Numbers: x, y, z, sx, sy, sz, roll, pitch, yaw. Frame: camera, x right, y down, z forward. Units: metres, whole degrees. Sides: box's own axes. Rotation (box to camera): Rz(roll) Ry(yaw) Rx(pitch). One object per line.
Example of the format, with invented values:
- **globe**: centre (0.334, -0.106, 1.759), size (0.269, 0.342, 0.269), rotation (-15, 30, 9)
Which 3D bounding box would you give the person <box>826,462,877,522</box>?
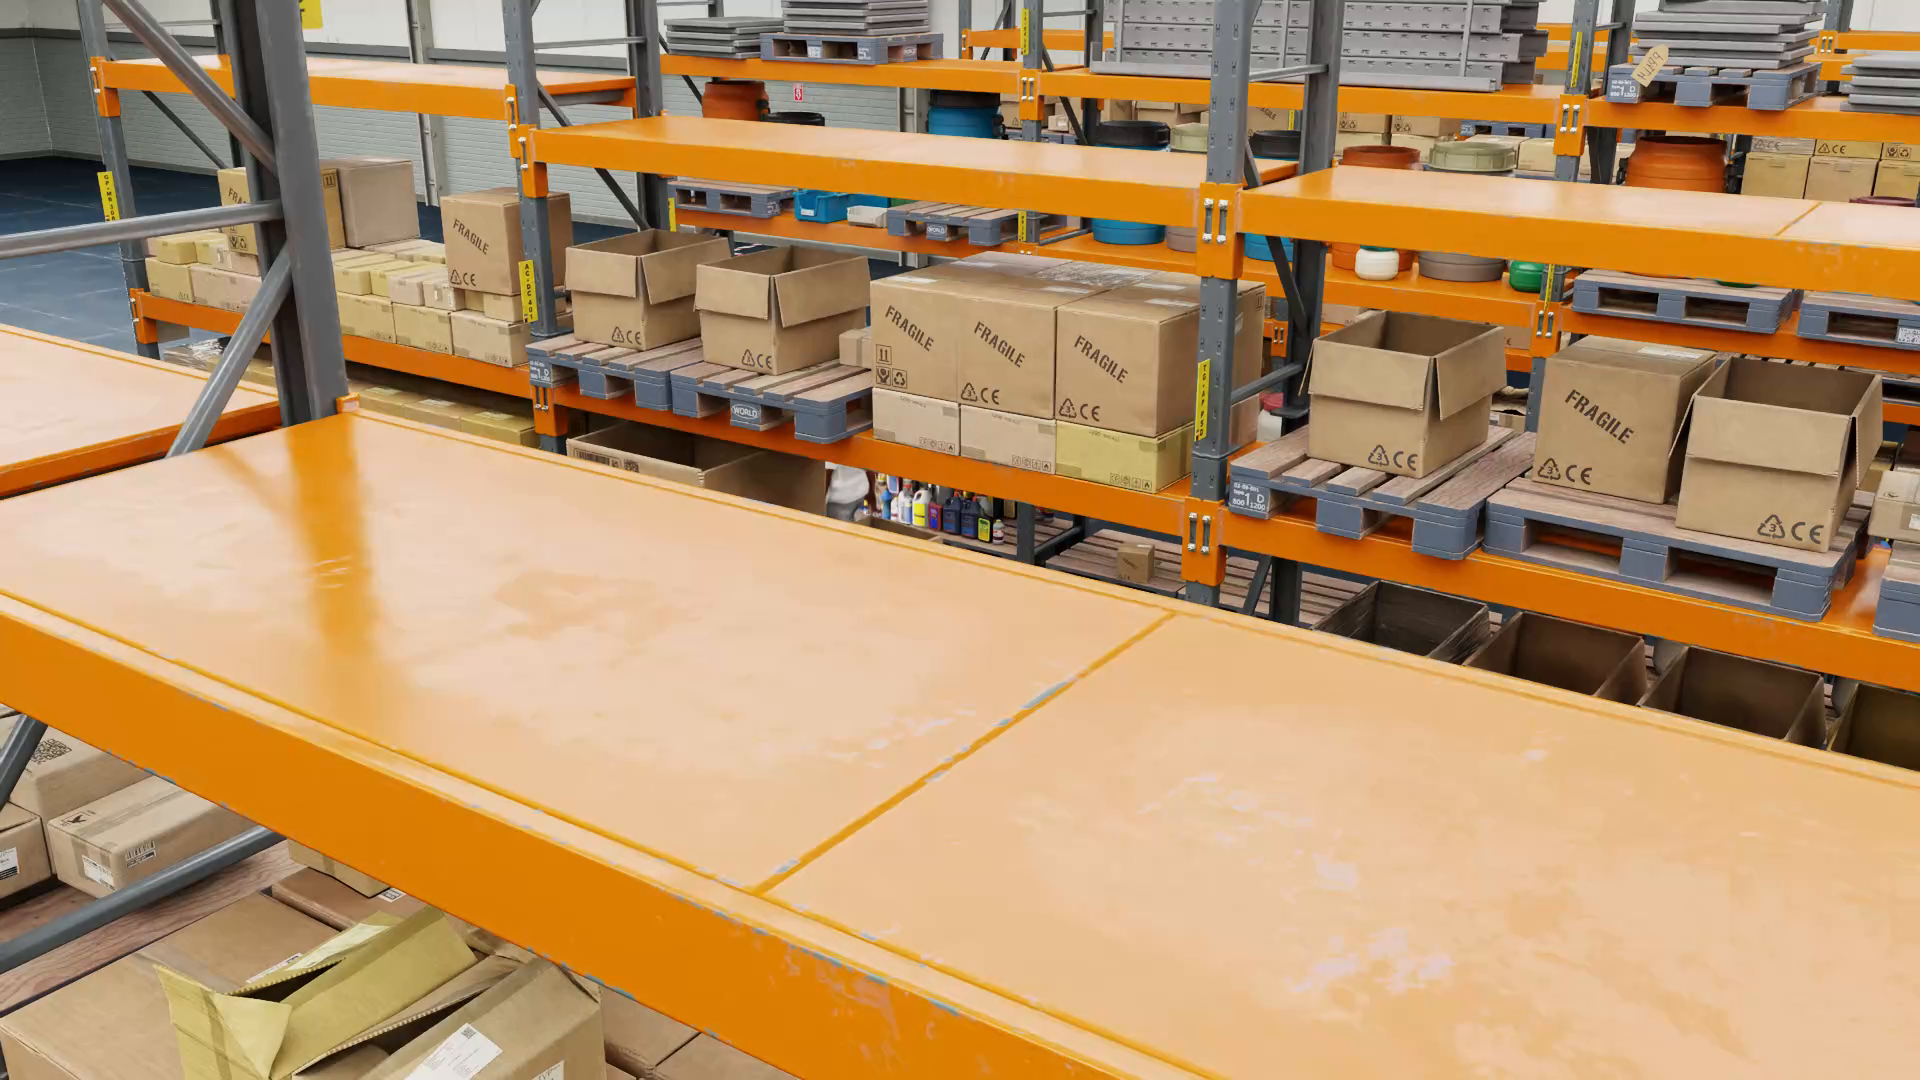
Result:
- **person**: centre (-0.893, -0.343, 13.160), size (0.840, 1.748, 0.581), rotation (12, 23, 29)
